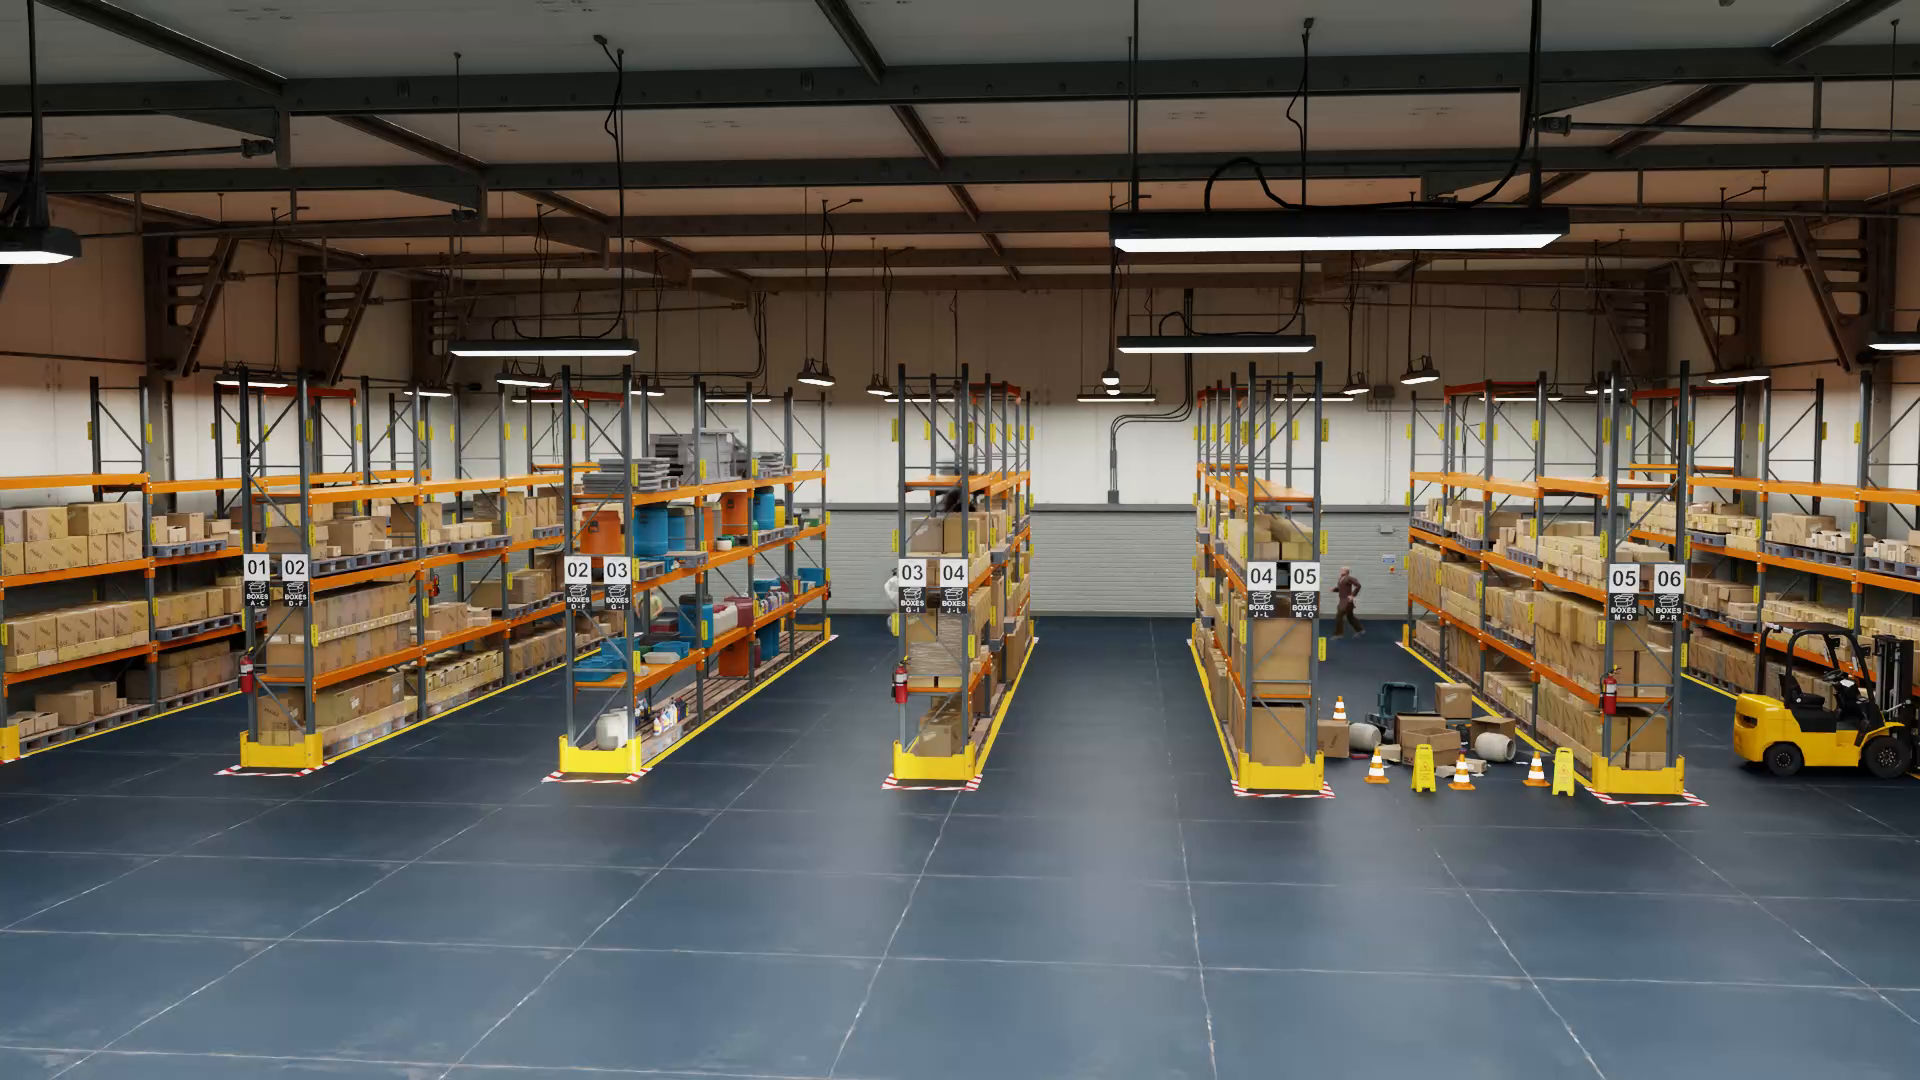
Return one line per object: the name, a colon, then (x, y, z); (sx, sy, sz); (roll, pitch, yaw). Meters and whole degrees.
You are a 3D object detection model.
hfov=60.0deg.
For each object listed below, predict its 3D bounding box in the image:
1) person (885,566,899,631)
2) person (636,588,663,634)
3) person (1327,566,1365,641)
person: (-1.585, 1.483, 41.999); (0.536, 1.652, 0.620); (1, 4, 16)
person: (-6.958, 1.800, 37.176); (0.609, 1.637, 0.783); (0, 4, -3)
person: (9.346, 1.532, 40.147); (0.952, 1.824, 0.654); (0, 4, 0)
